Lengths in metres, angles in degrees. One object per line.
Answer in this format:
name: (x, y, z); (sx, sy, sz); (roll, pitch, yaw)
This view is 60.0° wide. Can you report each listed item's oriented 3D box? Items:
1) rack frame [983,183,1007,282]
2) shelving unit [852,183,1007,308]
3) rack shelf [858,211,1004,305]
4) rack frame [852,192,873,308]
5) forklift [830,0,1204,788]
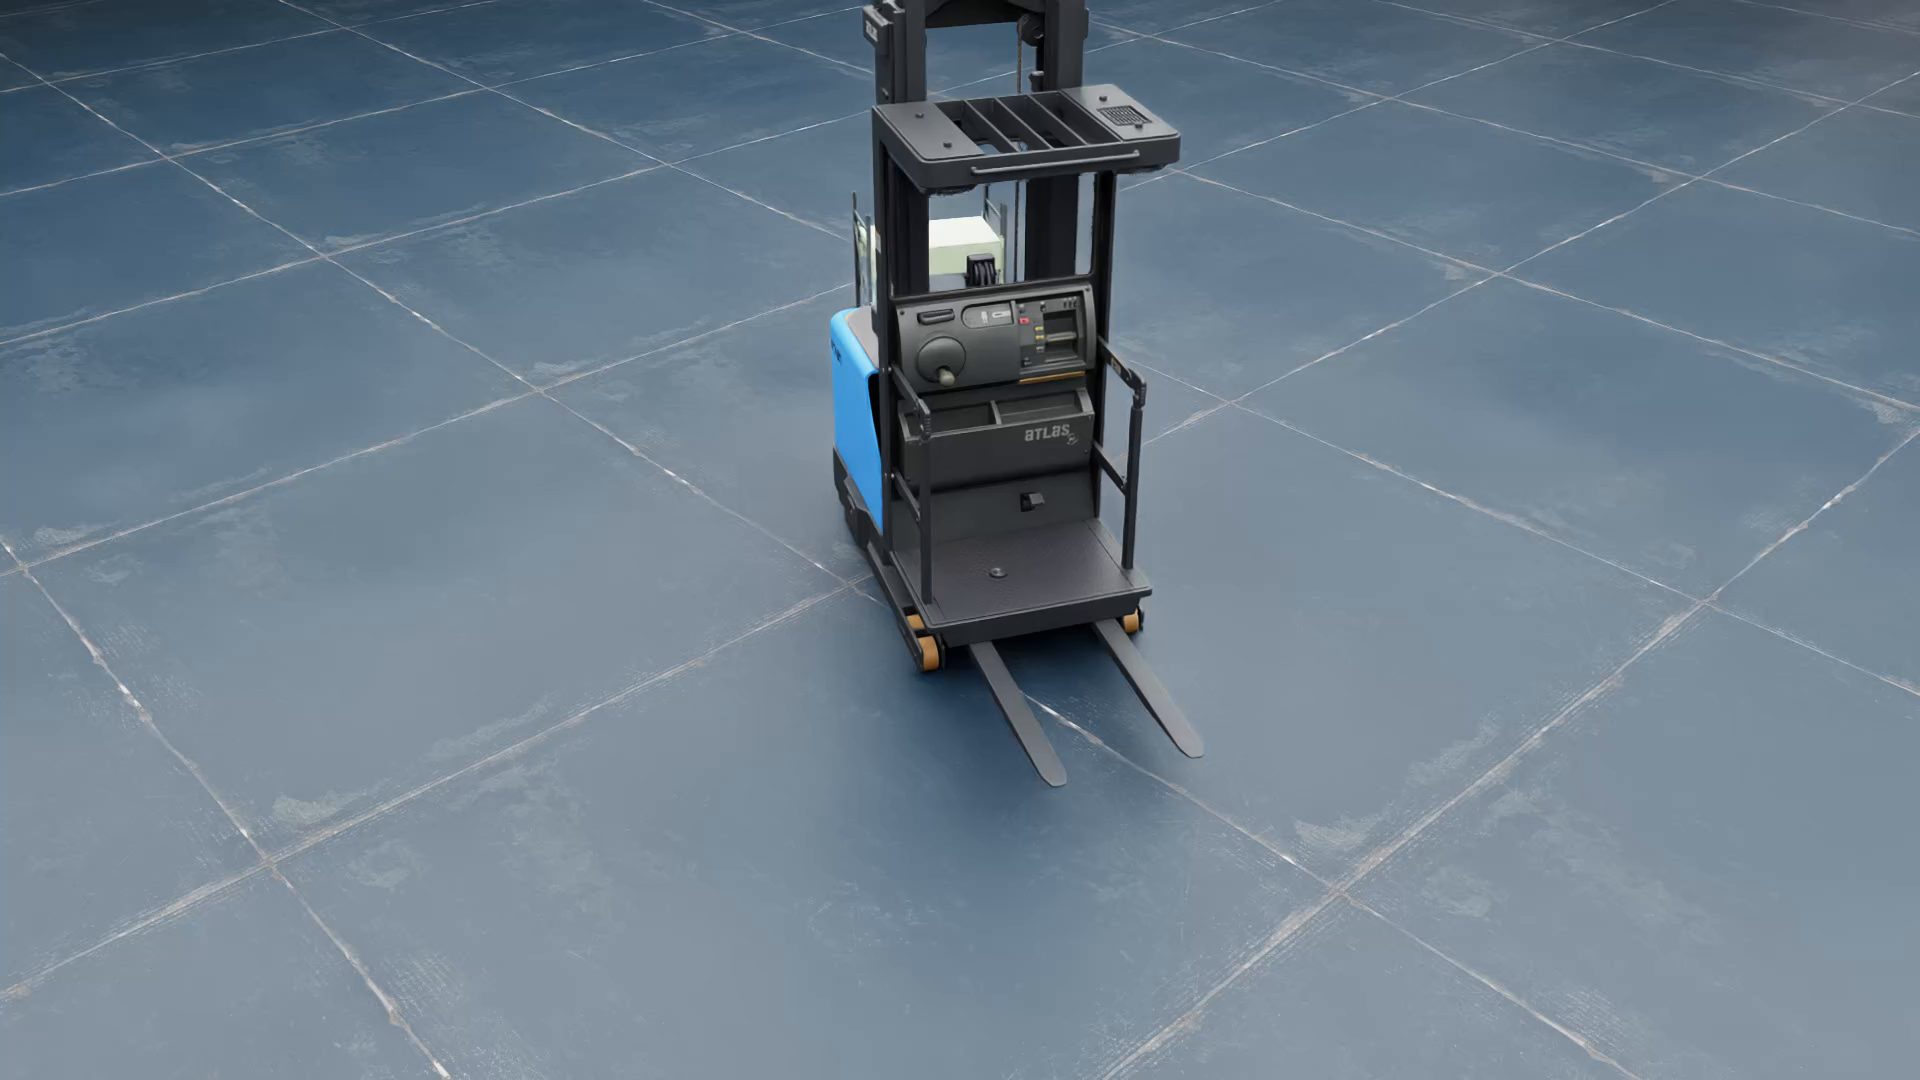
rack frame: (0.189, -1.223, 9.305); (0.023, 1.500, 0.400); (-8, 31, -12)
shelving unit: (-0.165, -1.176, 9.227); (0.755, 1.500, 0.431); (-8, 31, -12)
rack shelf: (-0.167, -1.512, 9.029); (0.720, 0.370, 0.431); (-8, 31, -12)
rack frame: (-0.520, -1.128, 9.149); (0.023, 1.500, 0.400); (-8, 31, -12)
forklift: (0.237, -0.872, 7.366); (1.130, 2.935, 3.031); (-9, 33, -15)
